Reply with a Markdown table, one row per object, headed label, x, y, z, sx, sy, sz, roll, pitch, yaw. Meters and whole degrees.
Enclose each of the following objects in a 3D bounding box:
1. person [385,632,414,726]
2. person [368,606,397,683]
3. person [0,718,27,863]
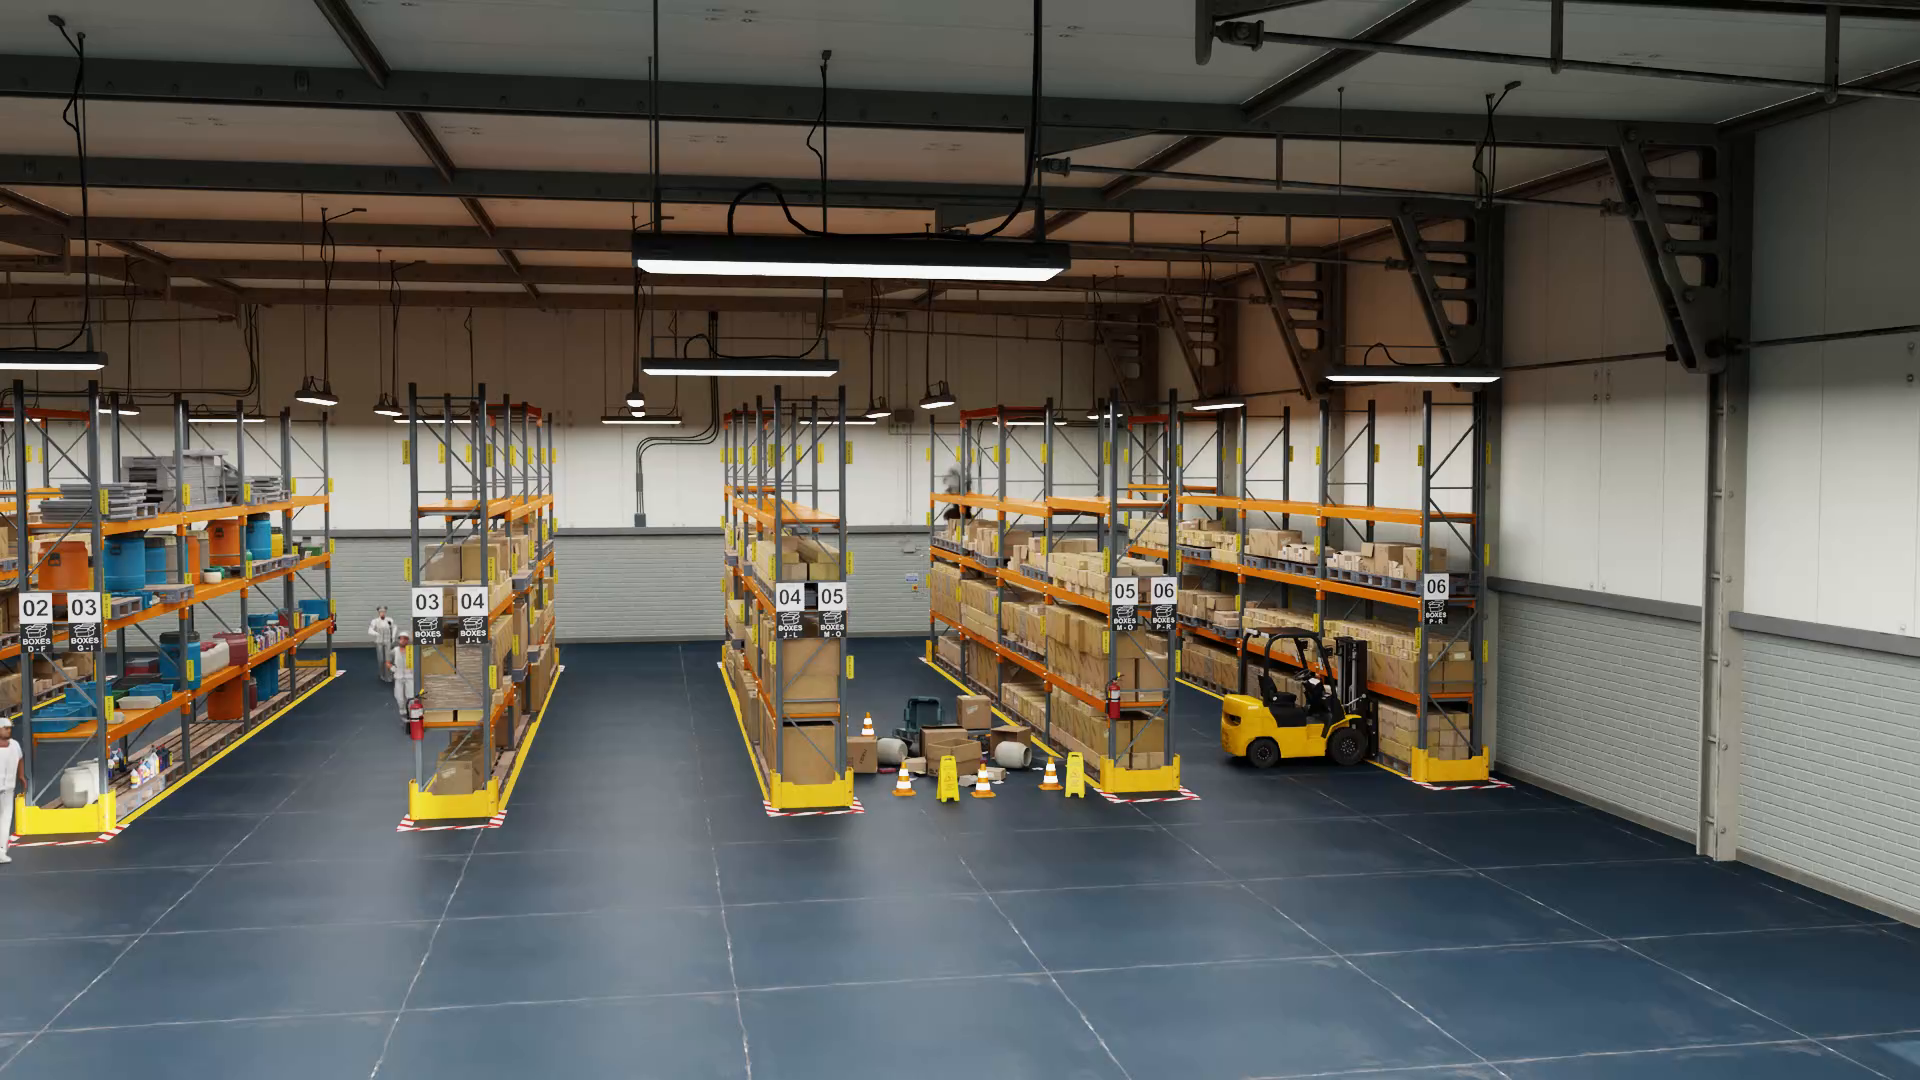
| label | x | y | z | sx | sy | sz | roll | pitch | yaw |
| --- | --- | --- | --- | --- | --- | --- | --- | --- | --- |
| person | -10.186 | 2.562 | 30.492 | 0.685 | 1.757 | 0.622 | 0 | 3 | -10 |
| person | -12.767 | 2.309 | 36.785 | 0.602 | 1.732 | 0.708 | -1 | 3 | -20 |
| person | -11.931 | 3.078 | 20.652 | 0.843 | 1.739 | 0.751 | 2 | 3 | 28 |
